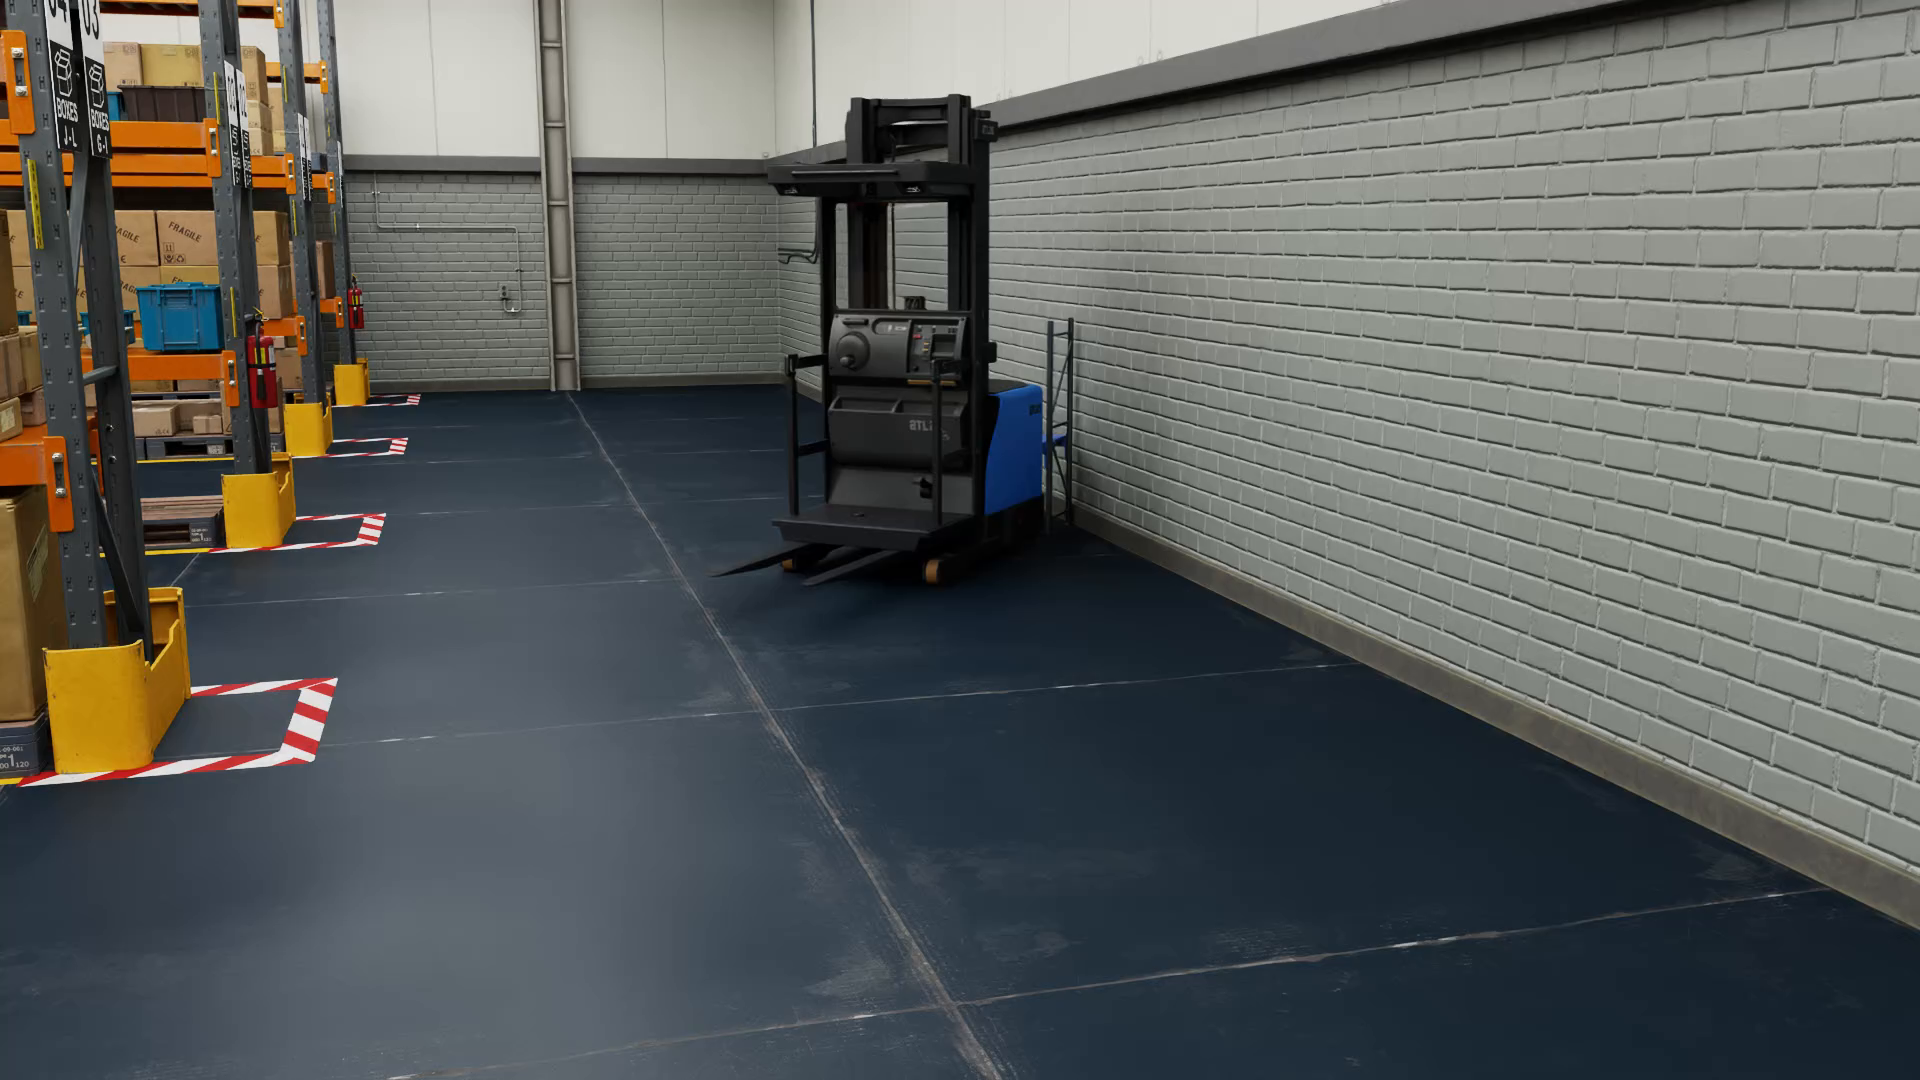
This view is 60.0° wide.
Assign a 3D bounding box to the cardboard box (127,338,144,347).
[{"bbox_3d":[-9.949,-2.368,20.076,0.250,0.149,0.380,-3,11,-18],"label":"cardboard box"}]

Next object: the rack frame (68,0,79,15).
[{"bbox_3d":[-3.582,-3.609,6.297,0.127,3.000,1.000,-3,11,-16],"label":"rack frame"}]

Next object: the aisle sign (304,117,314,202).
[{"bbox_3d":[-6.364,-3.714,16.256,0.004,0.787,0.394,-3,11,-16],"label":"aisle sign"}]

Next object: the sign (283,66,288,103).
[{"bbox_3d":[-6.212,-4.194,15.314,0.005,0.325,0.100,-3,11,-16],"label":"sign"}]

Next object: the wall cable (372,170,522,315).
[{"bbox_3d":[-6.771,-3.971,22.025,1.851,1.984,0.084,-3,11,-16],"label":"wall cable"}]

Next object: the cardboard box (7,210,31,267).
[{"bbox_3d":[-8.668,-2.747,15.143,0.500,0.500,0.500,-3,11,-18],"label":"cardboard box"}]

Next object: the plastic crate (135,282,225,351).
[{"bbox_3d":[-5.236,-1.517,11.240,0.499,0.435,0.616,-3,11,-16],"label":"plastic crate"}]

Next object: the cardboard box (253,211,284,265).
[{"bbox_3d":[-6.698,-2.852,15.714,0.500,0.500,0.500,-3,11,-16],"label":"cardboard box"}]

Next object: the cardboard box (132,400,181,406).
[{"bbox_3d":[-7.909,-1.216,16.248,0.500,0.250,0.500,-3,11,-16],"label":"cardboard box"}]

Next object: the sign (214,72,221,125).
[{"bbox_3d":[-4.797,-2.849,10.740,0.005,0.325,0.100,-3,11,-16],"label":"sign"}]

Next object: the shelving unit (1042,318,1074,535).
[{"bbox_3d":[0.239,-0.851,12.026,1.048,1.500,0.538,4,11,21],"label":"shelving unit"}]

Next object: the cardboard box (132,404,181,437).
[{"bbox_3d":[-7.721,-1.132,15.790,0.500,0.250,0.500,-3,11,-16],"label":"cardboard box"}]

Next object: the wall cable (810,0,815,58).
[{"bbox_3d":[-1.449,-6.903,18.816,0.112,2.526,3.097,-3,11,-16],"label":"wall cable"}]

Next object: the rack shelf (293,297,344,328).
[{"bbox_3d":[-9.656,-2.787,20.388,4.000,0.370,1.077,-3,11,-16],"label":"rack shelf"}]

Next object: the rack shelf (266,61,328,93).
[{"bbox_3d":[-9.656,-5.541,19.881,4.000,0.370,1.077,-3,11,-16],"label":"rack shelf"}]

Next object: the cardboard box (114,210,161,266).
[{"bbox_3d":[-7.680,-2.799,15.427,0.500,0.500,0.500,-3,11,-14],"label":"cardboard box"}]

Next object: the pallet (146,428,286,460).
[{"bbox_3d":[-7.186,-0.965,16.207,1.213,0.211,1.003,-3,11,-16],"label":"pallet"}]

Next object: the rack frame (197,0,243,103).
[{"bbox_3d":[-4.967,-4.470,10.974,0.127,3.000,1.000,-3,11,-16],"label":"rack frame"}]

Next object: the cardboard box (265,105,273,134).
[{"bbox_3d":[-6.914,-4.048,15.997,0.500,0.250,0.500,-3,11,-16],"label":"cardboard box"}]

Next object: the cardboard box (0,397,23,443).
[{"bbox_3d":[-3.832,-0.460,6.454,0.250,0.149,0.380,-3,11,-15],"label":"cardboard box"}]

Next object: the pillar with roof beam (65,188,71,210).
[{"bbox_3d":[-9.943,-5.427,16.174,0.400,9.000,9.100,-3,11,-16],"label":"pillar with roof beam"}]

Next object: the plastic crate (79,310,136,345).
[{"bbox_3d":[-5.928,-1.478,11.589,0.300,0.233,0.416,-3,11,-16],"label":"plastic crate"}]

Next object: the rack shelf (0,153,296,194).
[{"bbox_3d":[-8.268,-3.401,15.439,4.000,0.370,1.077,-3,11,-16],"label":"rack shelf"}]

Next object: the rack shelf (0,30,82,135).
[{"bbox_3d":[-5.503,-1.679,6.084,4.000,0.370,1.077,-3,11,-16],"label":"rack shelf"}]

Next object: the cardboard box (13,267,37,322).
[{"bbox_3d":[-8.651,-2.258,15.249,0.500,0.500,0.500,-3,11,-16],"label":"cardboard box"}]

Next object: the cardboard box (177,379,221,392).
[{"bbox_3d":[-9.343,-2.115,20.497,0.500,0.500,0.700,-3,11,-18],"label":"cardboard box"}]

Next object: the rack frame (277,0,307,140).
[{"bbox_3d":[-6.348,-5.332,15.652,0.127,3.000,1.000,-3,11,-16],"label":"rack frame"}]

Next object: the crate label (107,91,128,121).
[{"bbox_3d":[-5.943,-2.931,11.311,0.502,0.251,0.408,-3,11,-16],"label":"crate label"}]

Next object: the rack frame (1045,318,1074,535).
[{"bbox_3d":[0.711,-0.817,11.841,0.032,1.500,0.500,4,11,21],"label":"rack frame"}]

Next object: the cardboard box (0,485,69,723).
[{"bbox_3d":[-4.175,0.226,6.743,0.875,0.875,0.875,-3,11,-16],"label":"cardboard box"}]

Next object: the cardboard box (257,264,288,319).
[{"bbox_3d":[-6.702,-2.360,15.806,0.500,0.500,0.500,-3,11,-14],"label":"cardboard box"}]

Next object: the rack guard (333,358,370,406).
[{"bbox_3d":[-7.713,-2.014,21.105,0.348,0.500,1.175,-3,11,-16],"label":"rack guard"}]

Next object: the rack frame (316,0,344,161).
[{"bbox_3d":[-7.736,-6.192,20.329,0.127,3.000,1.000,-3,11,-16],"label":"rack frame"}]

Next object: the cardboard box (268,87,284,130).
[{"bbox_3d":[-8.362,-5.184,20.040,0.500,0.500,0.500,-3,11,-16],"label":"cardboard box"}]

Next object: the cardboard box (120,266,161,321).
[{"bbox_3d":[-7.679,-2.309,15.528,0.500,0.500,0.500,-3,11,-15],"label":"cardboard box"}]

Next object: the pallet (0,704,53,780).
[{"bbox_3d":[-4.328,0.767,6.799,1.213,0.211,1.003,-3,11,-16],"label":"pallet"}]

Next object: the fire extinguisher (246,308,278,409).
[{"bbox_3d":[-4.695,-1.227,11.170,0.183,0.674,0.296,-3,11,-16],"label":"fire extinguisher"}]

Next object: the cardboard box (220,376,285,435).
[{"bbox_3d":[-6.801,-1.298,16.000,0.500,0.500,0.500,-3,11,-16],"label":"cardboard box"}]

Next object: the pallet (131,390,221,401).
[{"bbox_3d":[-9.651,-1.755,20.499,1.213,0.211,1.003,-3,11,-16],"label":"pallet"}]

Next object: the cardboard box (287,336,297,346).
[{"bbox_3d":[-8.316,-2.527,20.938,0.250,0.149,0.380,-3,11,-16],"label":"cardboard box"}]

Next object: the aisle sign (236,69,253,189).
[{"bbox_3d":[-4.981,-2.854,11.582,0.004,0.787,0.394,-3,11,-16],"label":"aisle sign"}]

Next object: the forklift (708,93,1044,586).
[{"bbox_3d":[-0.481,-1.254,10.264,1.130,2.935,3.031,5,11,24],"label":"forklift"}]

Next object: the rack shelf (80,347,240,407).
[{"bbox_3d":[-6.887,-1.065,11.033,4.000,0.370,1.077,-3,11,-16],"label":"rack shelf"}]

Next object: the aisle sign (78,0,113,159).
[{"bbox_3d":[-3.597,-1.993,6.908,0.004,0.787,0.394,-3,11,-16],"label":"aisle sign"}]

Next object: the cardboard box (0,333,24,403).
[{"bbox_3d":[-3.974,-0.661,6.443,0.500,0.250,0.500,-3,11,-17],"label":"cardboard box"}]

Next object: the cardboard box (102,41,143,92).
[{"bbox_3d":[-7.790,-4.314,15.372,0.500,0.500,0.700,-3,11,-16],"label":"cardboard box"}]

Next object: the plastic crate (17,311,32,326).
[{"bbox_3d":[-6.560,-1.445,11.408,0.300,0.233,0.416,-3,11,-16],"label":"plastic crate"}]

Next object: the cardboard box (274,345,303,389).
[{"bbox_3d":[-8.380,-2.166,20.774,0.500,0.500,0.700,-3,11,-16],"label":"cardboard box"}]

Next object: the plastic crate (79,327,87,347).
[{"bbox_3d":[-5.981,-1.335,11.074,0.243,0.136,0.396,-3,11,-16],"label":"plastic crate"}]

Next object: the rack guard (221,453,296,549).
[{"bbox_3d":[-4.947,-0.294,11.762,0.348,0.500,1.175,-3,11,-16],"label":"rack guard"}]

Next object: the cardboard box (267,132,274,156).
[{"bbox_3d":[-6.912,-3.801,16.036,0.500,0.250,0.500,-3,11,-16],"label":"cardboard box"}]

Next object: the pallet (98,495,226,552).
[{"bbox_3d":[-5.769,-0.113,11.580,1.213,0.211,1.003,-3,11,-16],"label":"pallet"}]

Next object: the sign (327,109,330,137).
[{"bbox_3d":[-7.598,-5.019,20.011,0.005,0.325,0.100,-3,11,-16],"label":"sign"}]

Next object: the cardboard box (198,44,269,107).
[{"bbox_3d":[-6.836,-4.368,15.668,0.500,0.500,0.700,-3,11,-16],"label":"cardboard box"}]
